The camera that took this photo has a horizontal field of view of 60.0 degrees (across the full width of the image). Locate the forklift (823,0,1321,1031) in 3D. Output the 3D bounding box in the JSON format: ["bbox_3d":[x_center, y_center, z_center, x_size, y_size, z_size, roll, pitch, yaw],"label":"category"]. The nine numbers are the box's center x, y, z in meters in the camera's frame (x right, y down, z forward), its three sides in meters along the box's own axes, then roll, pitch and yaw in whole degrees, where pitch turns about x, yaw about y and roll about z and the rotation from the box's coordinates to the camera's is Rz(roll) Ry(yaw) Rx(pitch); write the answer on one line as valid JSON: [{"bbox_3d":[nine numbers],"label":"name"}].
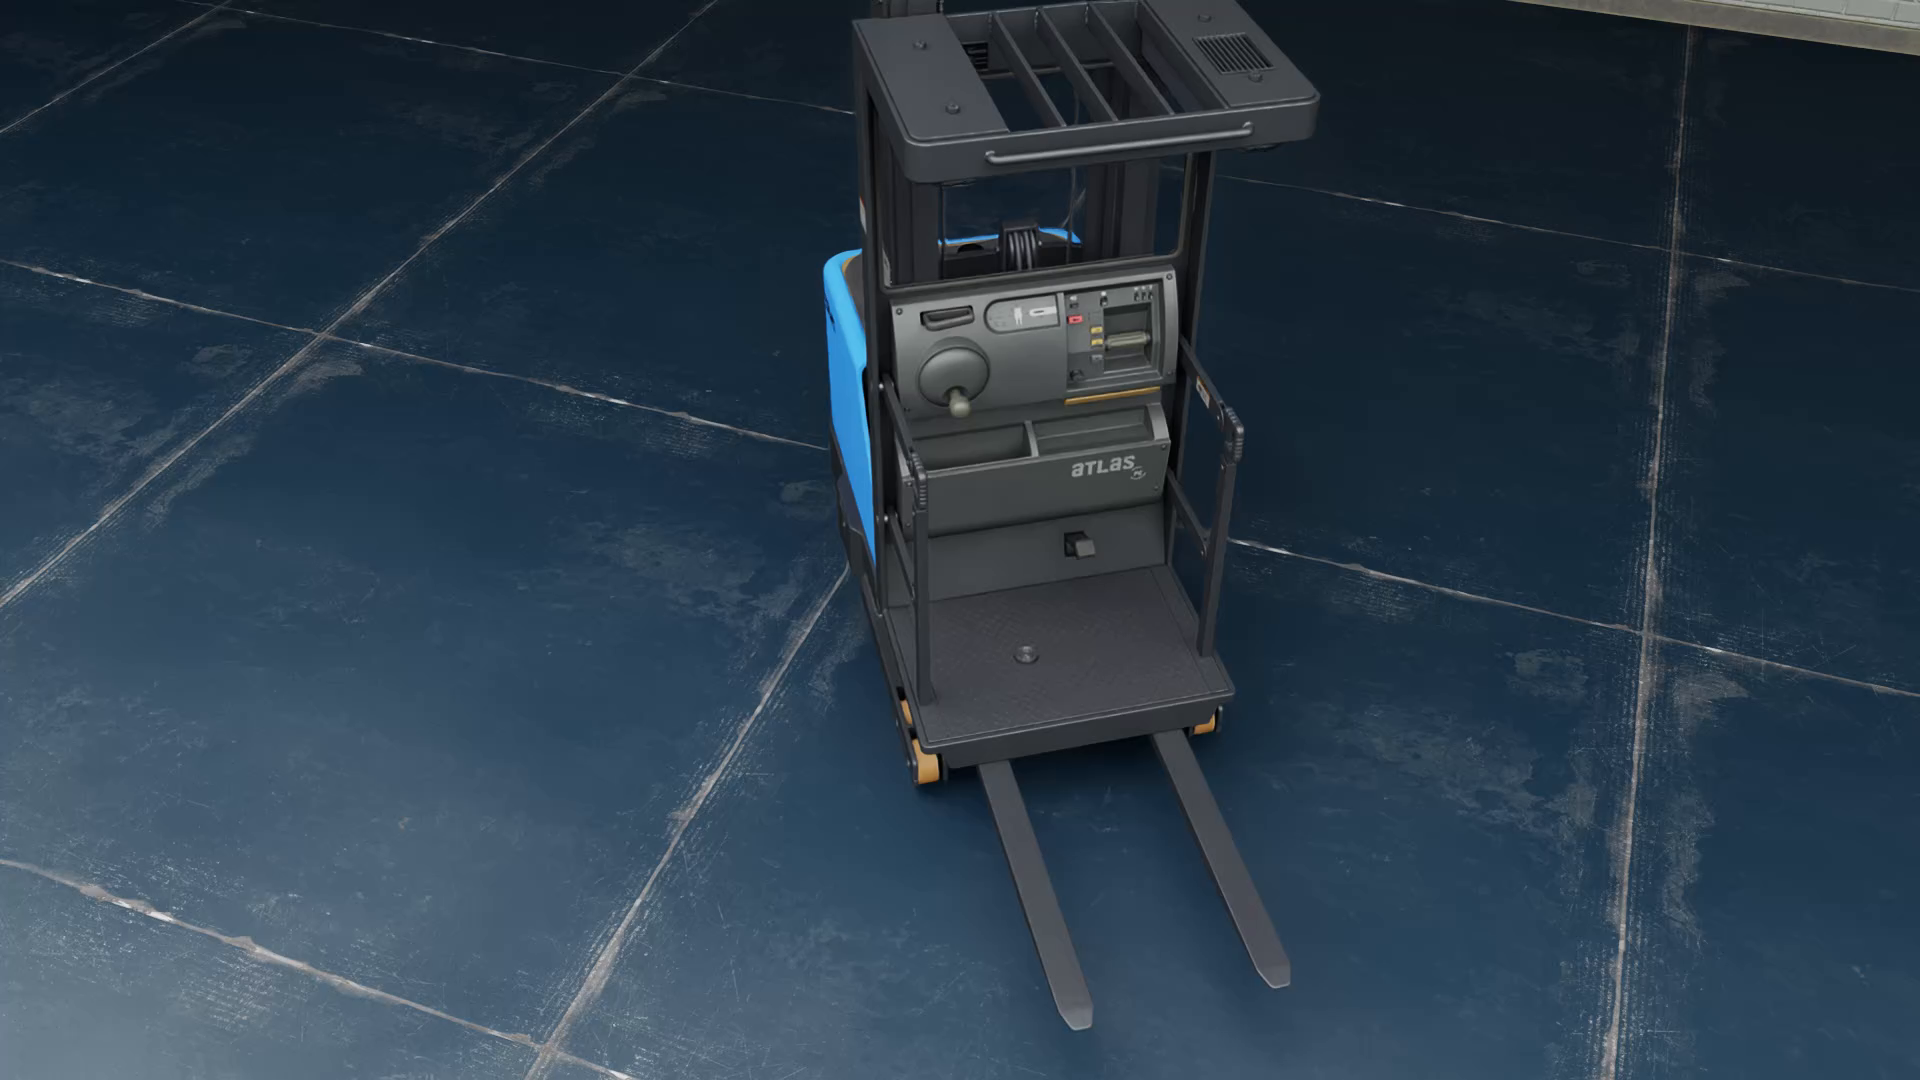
[{"bbox_3d":[0.298,-0.547,5.132,1.130,2.935,3.031,-9,41,-10],"label":"forklift"}]
